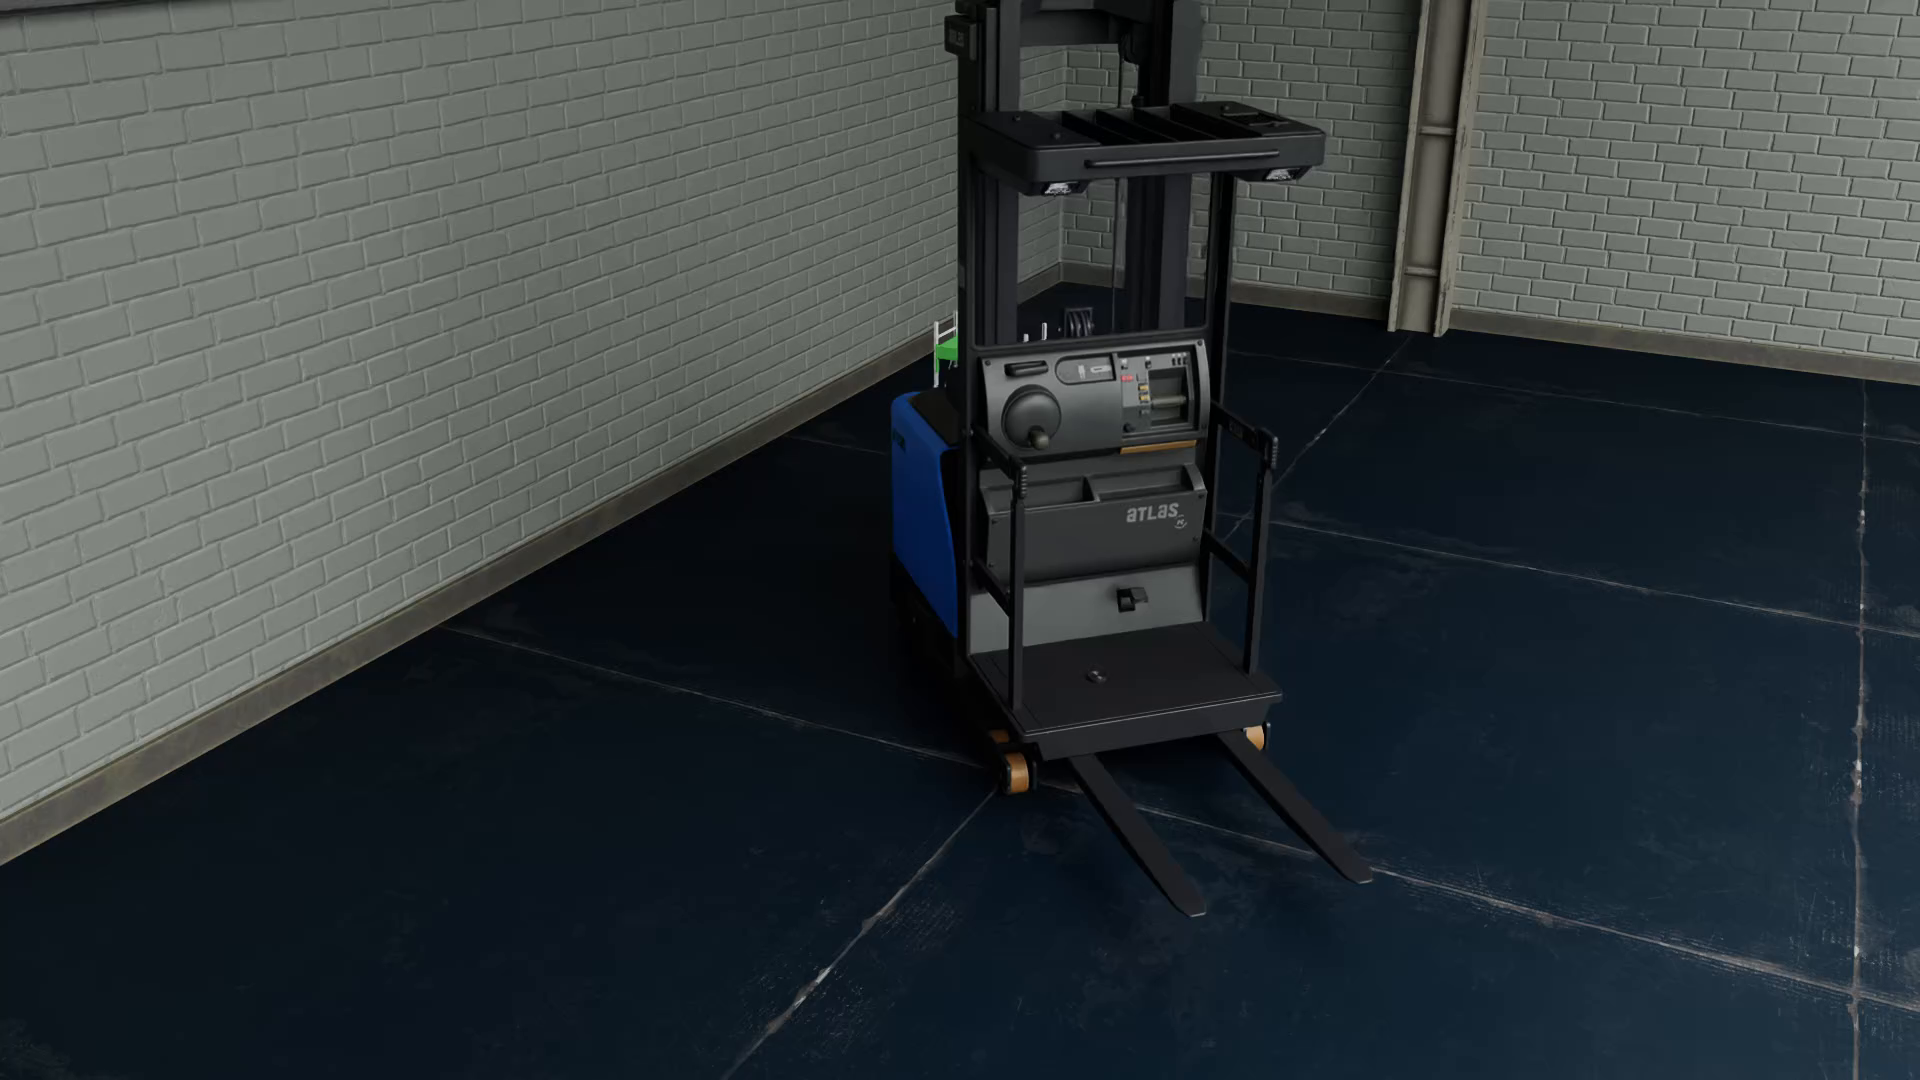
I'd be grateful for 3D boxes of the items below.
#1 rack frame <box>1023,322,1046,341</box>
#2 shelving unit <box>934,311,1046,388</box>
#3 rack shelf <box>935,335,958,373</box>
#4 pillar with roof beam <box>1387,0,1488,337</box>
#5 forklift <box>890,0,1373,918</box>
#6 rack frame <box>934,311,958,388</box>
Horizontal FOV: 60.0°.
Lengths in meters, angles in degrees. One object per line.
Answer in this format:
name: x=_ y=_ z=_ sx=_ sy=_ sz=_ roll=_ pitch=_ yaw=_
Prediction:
rack frame: x=0.365 y=-0.480 z=8.345 sx=0.015 sy=1.200 sz=0.240 roll=11 pitch=25 yaw=25
shelving unit: x=0.148 y=-0.523 z=8.446 sx=0.503 sy=1.200 sz=0.258 roll=11 pitch=25 yaw=25
rack shelf: x=0.148 y=-0.906 z=8.284 sx=0.480 sy=0.148 sz=0.258 roll=11 pitch=25 yaw=25
pillar with roof beam: x=1.493 y=-4.221 z=7.176 sx=0.400 sy=9.000 sz=9.100 roll=11 pitch=25 yaw=25
forklift: x=0.600 y=-0.538 z=6.271 sx=1.130 sy=2.935 sz=3.031 roll=-7 pitch=24 yaw=-16
rack frame: x=-0.070 y=-0.566 z=8.548 sx=0.015 sy=1.200 sz=0.240 roll=11 pitch=25 yaw=25
